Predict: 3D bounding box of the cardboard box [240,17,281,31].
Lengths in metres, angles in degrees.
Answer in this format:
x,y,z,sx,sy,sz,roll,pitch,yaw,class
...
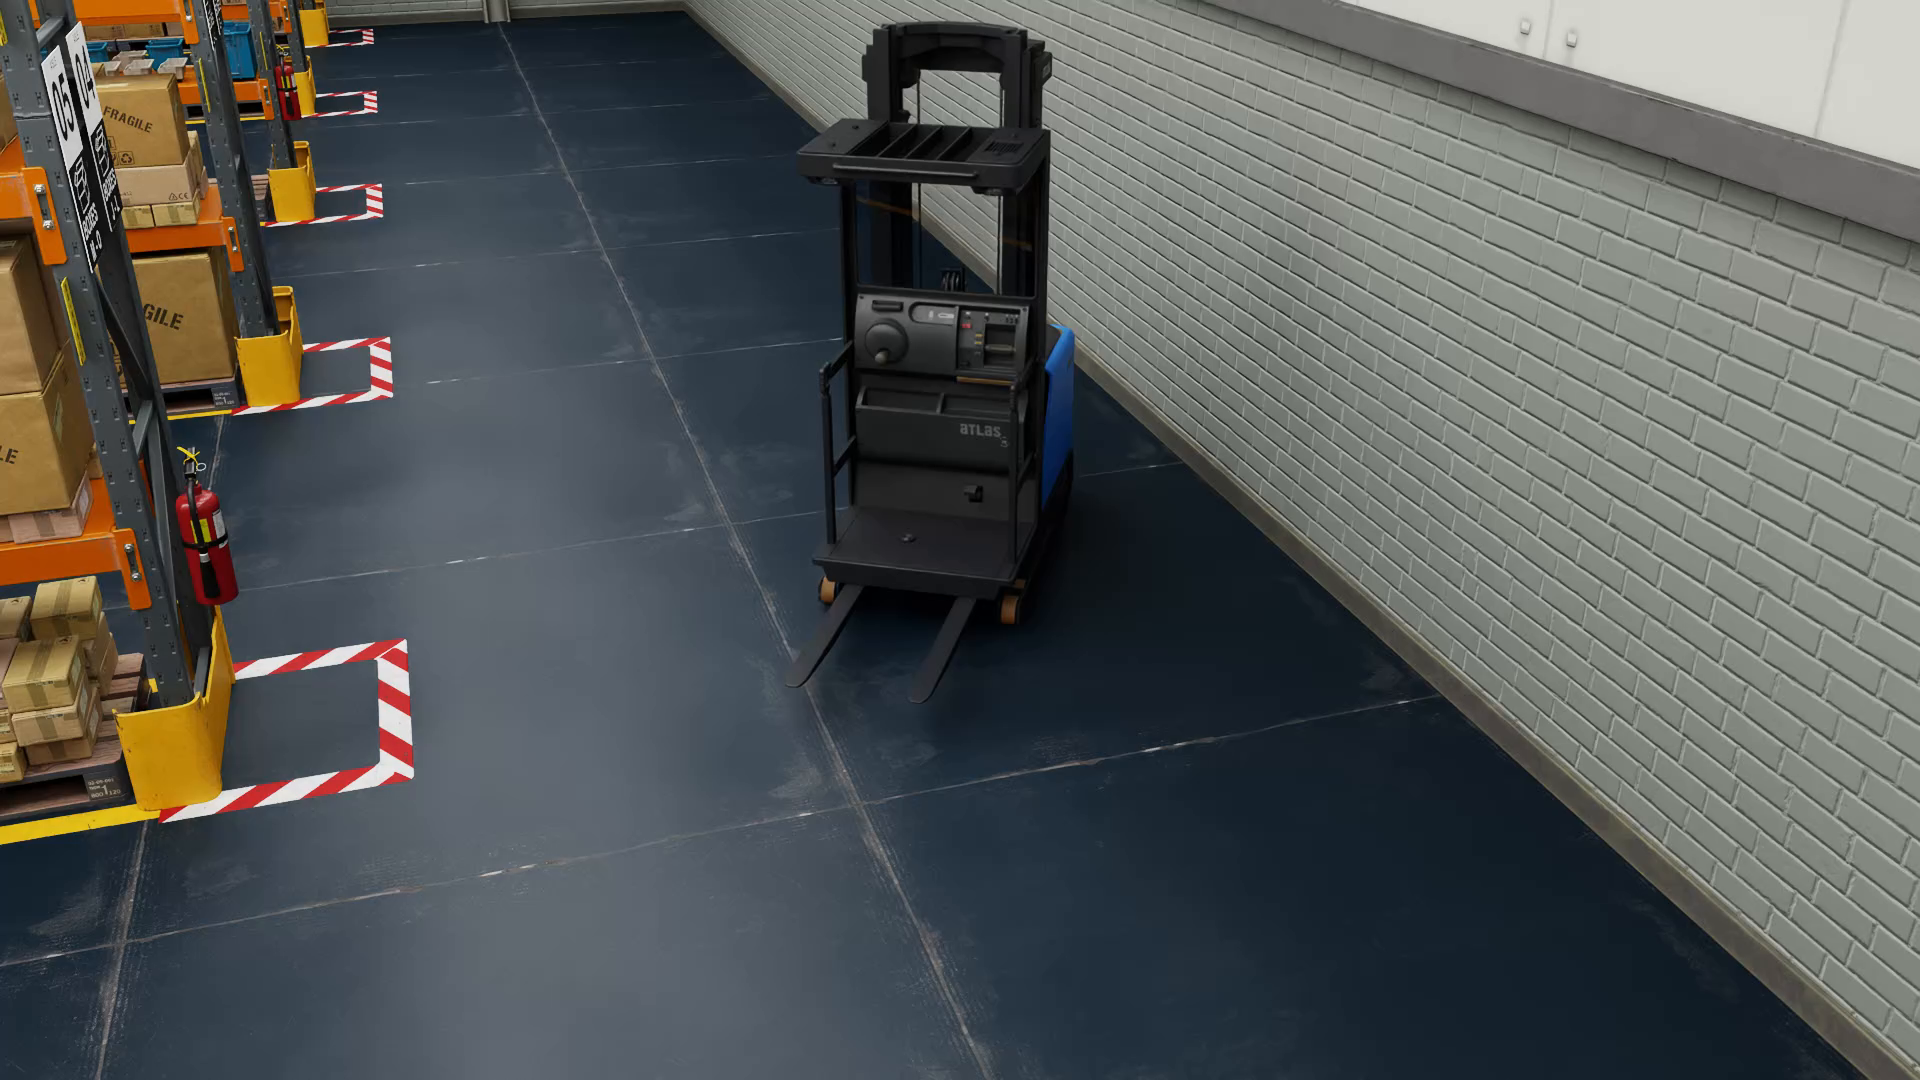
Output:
x,y,z,sx,sy,sz,roll,pitch,yaw,class
-10.248,-7.743,24.311,0.500,0.500,0.700,-8,28,-16,cardboard box

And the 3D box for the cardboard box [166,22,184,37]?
x,y,z,sx,sy,sz,roll,pitch,yaw,class
-11.201,-7.604,24.032,0.500,0.500,0.700,-9,28,-18,cardboard box

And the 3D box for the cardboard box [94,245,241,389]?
x,y,z,sx,sy,sz,roll,pitch,yaw,class
-5.595,-1.644,11.606,0.875,0.875,0.875,-8,28,-16,cardboard box

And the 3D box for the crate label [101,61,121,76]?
x,y,z,sx,sy,sz,roll,pitch,yaw,class
-7.802,-4.261,15.190,0.243,0.136,0.396,-8,28,-16,crate label

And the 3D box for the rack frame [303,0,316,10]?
x,y,z,sx,sy,sz,roll,pitch,yaw,class
-9.613,-8.813,24.128,0.127,3.000,1.000,-8,28,-16,rack frame

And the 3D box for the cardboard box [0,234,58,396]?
x,y,z,sx,sy,sz,roll,pitch,yaw,class
-3.930,-0.876,6.571,0.500,0.500,0.500,-9,28,-17,cardboard box

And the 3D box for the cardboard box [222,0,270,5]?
x,y,z,sx,sy,sz,roll,pitch,yaw,class
-8.417,-6.587,19.532,0.500,0.500,0.500,-7,27,-15,cardboard box

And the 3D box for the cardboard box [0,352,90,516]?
x,y,z,sx,sy,sz,roll,pitch,yaw,class
-3.919,-0.426,6.788,0.500,0.500,0.500,-8,27,-15,cardboard box

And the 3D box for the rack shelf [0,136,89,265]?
x,y,z,sx,sy,sz,roll,pitch,yaw,class
-5.473,-1.165,6.159,4.000,0.370,1.077,-8,28,-16,rack shelf

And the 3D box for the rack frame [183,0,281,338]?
x,y,z,sx,sy,sz,roll,pitch,yaw,class
-5.011,-2.530,11.473,0.127,3.000,1.000,-8,28,-16,rack frame

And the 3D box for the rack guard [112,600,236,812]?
x,y,z,sx,sy,sz,roll,pitch,yaw,class
-3.644,0.711,7.755,0.348,0.500,1.175,-8,28,-16,rack guard

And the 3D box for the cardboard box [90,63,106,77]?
x,y,z,sx,sy,sz,roll,pitch,yaw,class
-6.027,-2.911,11.231,0.500,0.500,0.500,-9,28,-17,cardboard box

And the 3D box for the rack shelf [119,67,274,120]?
x,y,z,sx,sy,sz,roll,pitch,yaw,class
-8.447,-4.026,15.296,4.000,0.370,1.077,-8,28,-16,rack shelf

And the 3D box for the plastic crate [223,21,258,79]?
x,y,z,sx,sy,sz,roll,pitch,yaw,class
-6.806,-4.542,15.418,0.499,0.435,0.616,-8,28,-16,plastic crate

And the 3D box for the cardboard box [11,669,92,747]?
x,y,z,sx,sy,sz,roll,pitch,yaw,class
-3.985,0.730,7.305,0.250,0.149,0.380,-9,28,-17,cardboard box

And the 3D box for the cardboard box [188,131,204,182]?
x,y,z,sx,sy,sz,roll,pitch,yaw,class
-5.551,-2.644,11.537,0.500,0.250,0.500,-9,28,-17,cardboard box

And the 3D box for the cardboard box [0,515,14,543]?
x,y,z,sx,sy,sz,roll,pitch,yaw,class
-4.042,-0.123,6.908,0.250,0.149,0.380,-8,28,-16,cardboard box

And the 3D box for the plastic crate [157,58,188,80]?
x,y,z,sx,sy,sz,roll,pitch,yaw,class
-7.264,-4.344,15.356,0.243,0.136,0.396,-8,28,-16,plastic crate

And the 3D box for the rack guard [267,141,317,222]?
x,y,z,sx,sy,sz,roll,pitch,yaw,class
-6.526,-3.513,16.264,0.348,0.500,1.175,-8,28,-16,rack guard

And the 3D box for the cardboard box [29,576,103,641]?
x,y,z,sx,sy,sz,roll,pitch,yaw,class
-4.175,0.332,7.773,0.250,0.149,0.380,-10,28,-18,cardboard box

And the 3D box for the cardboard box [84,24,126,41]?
x,y,z,sx,sy,sz,roll,pitch,yaw,class
-12.195,-7.458,23.738,0.500,0.500,0.700,-9,28,-17,cardboard box

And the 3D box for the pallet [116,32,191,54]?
x,y,z,sx,sy,sz,roll,pitch,yaw,class
-11.507,-7.254,24.125,1.213,0.211,1.003,-8,28,-16,pallet

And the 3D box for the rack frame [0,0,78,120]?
x,y,z,sx,sy,sz,roll,pitch,yaw,class
-3.571,-3.106,5.886,0.127,3.000,1.000,-8,28,-16,rack frame

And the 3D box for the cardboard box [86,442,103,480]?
x,y,z,sx,sy,sz,roll,pitch,yaw,class
-3.981,-0.400,7.465,0.250,0.149,0.380,-8,28,-17,cardboard box

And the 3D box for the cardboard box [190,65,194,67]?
x,y,z,sx,sy,sz,roll,pitch,yaw,class
-9.156,-5.661,20.376,0.500,0.250,0.500,-8,28,-16,cardboard box

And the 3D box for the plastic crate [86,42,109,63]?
x,y,z,sx,sy,sz,roll,pitch,yaw,class
-8.134,-4.500,15.561,0.300,0.233,0.416,-8,28,-16,plastic crate

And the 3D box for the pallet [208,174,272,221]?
x,y,z,sx,sy,sz,roll,pitch,yaw,class
-7.341,-3.278,16.115,1.213,0.211,1.003,-8,28,-16,pallet

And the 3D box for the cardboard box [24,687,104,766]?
x,y,z,sx,sy,sz,roll,pitch,yaw,class
-4.007,0.831,7.437,0.250,0.149,0.380,-8,27,-15,cardboard box

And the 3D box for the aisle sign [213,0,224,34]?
x,y,z,sx,sy,sz,roll,pitch,yaw,class
-5.036,-3.831,11.170,0.004,0.787,0.394,-8,28,-16,aisle sign

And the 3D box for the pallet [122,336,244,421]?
x,y,z,sx,sy,sz,roll,pitch,yaw,class
-5.747,-1.138,11.804,1.213,0.211,1.003,-8,28,-16,pallet

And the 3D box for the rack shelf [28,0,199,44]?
x,y,z,sx,sy,sz,roll,pitch,yaw,class
-6.913,-3.276,10.411,4.000,0.370,1.077,-8,28,-16,rack shelf

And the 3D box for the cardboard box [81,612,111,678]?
x,y,z,sx,sy,sz,roll,pitch,yaw,class
-4.149,0.500,7.768,0.250,0.149,0.380,-7,27,-14,cardboard box

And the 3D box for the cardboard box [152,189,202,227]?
x,y,z,sx,sy,sz,roll,pitch,yaw,class
-5.248,-2.229,11.149,0.250,0.149,0.380,-8,27,-15,cardboard box

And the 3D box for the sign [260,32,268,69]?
x,y,z,sx,sy,sz,roll,pitch,yaw,class
-6.359,-4.467,15.191,0.005,0.325,0.100,-8,28,-16,sign

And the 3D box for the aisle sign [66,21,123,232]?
x,y,z,sx,sy,sz,roll,pitch,yaw,class
-3.595,-1.720,6.918,0.004,0.787,0.394,-8,28,-16,aisle sign

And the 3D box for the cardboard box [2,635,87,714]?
x,y,z,sx,sy,sz,roll,pitch,yaw,class
-3.996,0.584,7.266,0.250,0.149,0.380,-8,27,-16,cardboard box

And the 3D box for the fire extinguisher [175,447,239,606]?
x,y,z,sx,sy,sz,roll,pitch,yaw,class
-3.189,-0.057,6.997,0.183,0.674,0.296,-8,28,-16,fire extinguisher

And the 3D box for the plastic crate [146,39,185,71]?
x,y,z,sx,sy,sz,roll,pitch,yaw,class
-7.508,-4.590,15.744,0.300,0.233,0.416,-8,28,-16,plastic crate

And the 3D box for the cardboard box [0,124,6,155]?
x,y,z,sx,sy,sz,roll,pitch,yaw,class
-3.922,-1.521,6.235,0.500,0.250,0.500,-9,28,-17,cardboard box

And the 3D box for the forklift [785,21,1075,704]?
x,y,z,sx,sy,sz,roll,pitch,yaw,class
-0.146,-1.044,8.556,1.130,2.935,3.031,6,27,12,forklift

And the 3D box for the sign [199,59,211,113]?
x,y,z,sx,sy,sz,roll,pitch,yaw,class
-4.856,-2.923,10.696,0.005,0.325,0.100,-8,28,-16,sign

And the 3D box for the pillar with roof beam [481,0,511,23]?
x,y,z,sx,sy,sz,roll,pitch,yaw,class
-5.981,-10.417,20.613,0.400,9.000,9.100,-8,28,-16,pillar with roof beam

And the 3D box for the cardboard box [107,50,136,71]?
x,y,z,sx,sy,sz,roll,pitch,yaw,class
-10.094,-5.508,19.784,0.637,0.503,0.797,-8,28,-16,cardboard box
